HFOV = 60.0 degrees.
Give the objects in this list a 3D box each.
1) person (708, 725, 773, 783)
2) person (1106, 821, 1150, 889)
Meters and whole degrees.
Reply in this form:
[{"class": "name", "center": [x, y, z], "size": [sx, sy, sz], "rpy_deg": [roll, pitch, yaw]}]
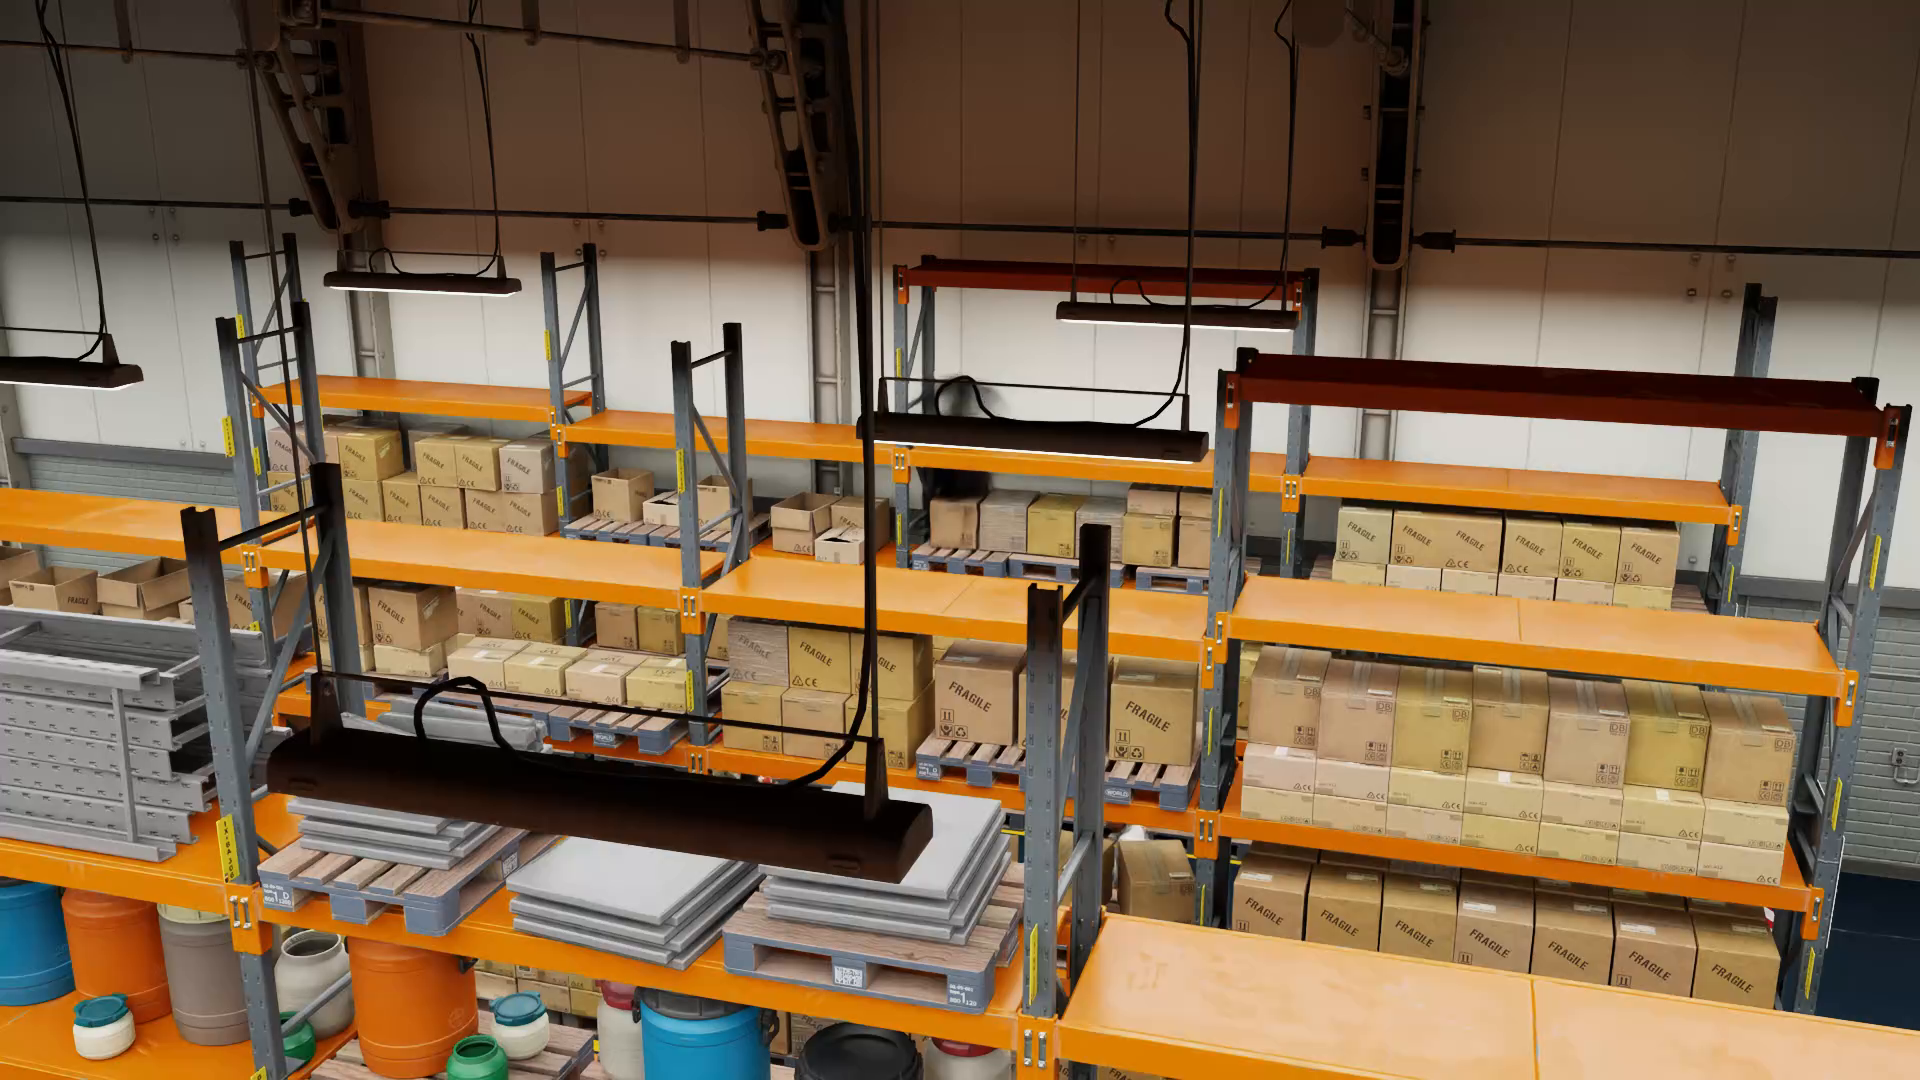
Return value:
[{"class": "person", "center": [-2.111, 2.615, 16.929], "size": [1.151, 1.553, 0.666], "rpy_deg": [7, 18, 23]}, {"class": "person", "center": [1.581, 3.119, 14.877], "size": [0.676, 1.712, 0.645], "rpy_deg": [1, 16, 4]}]
